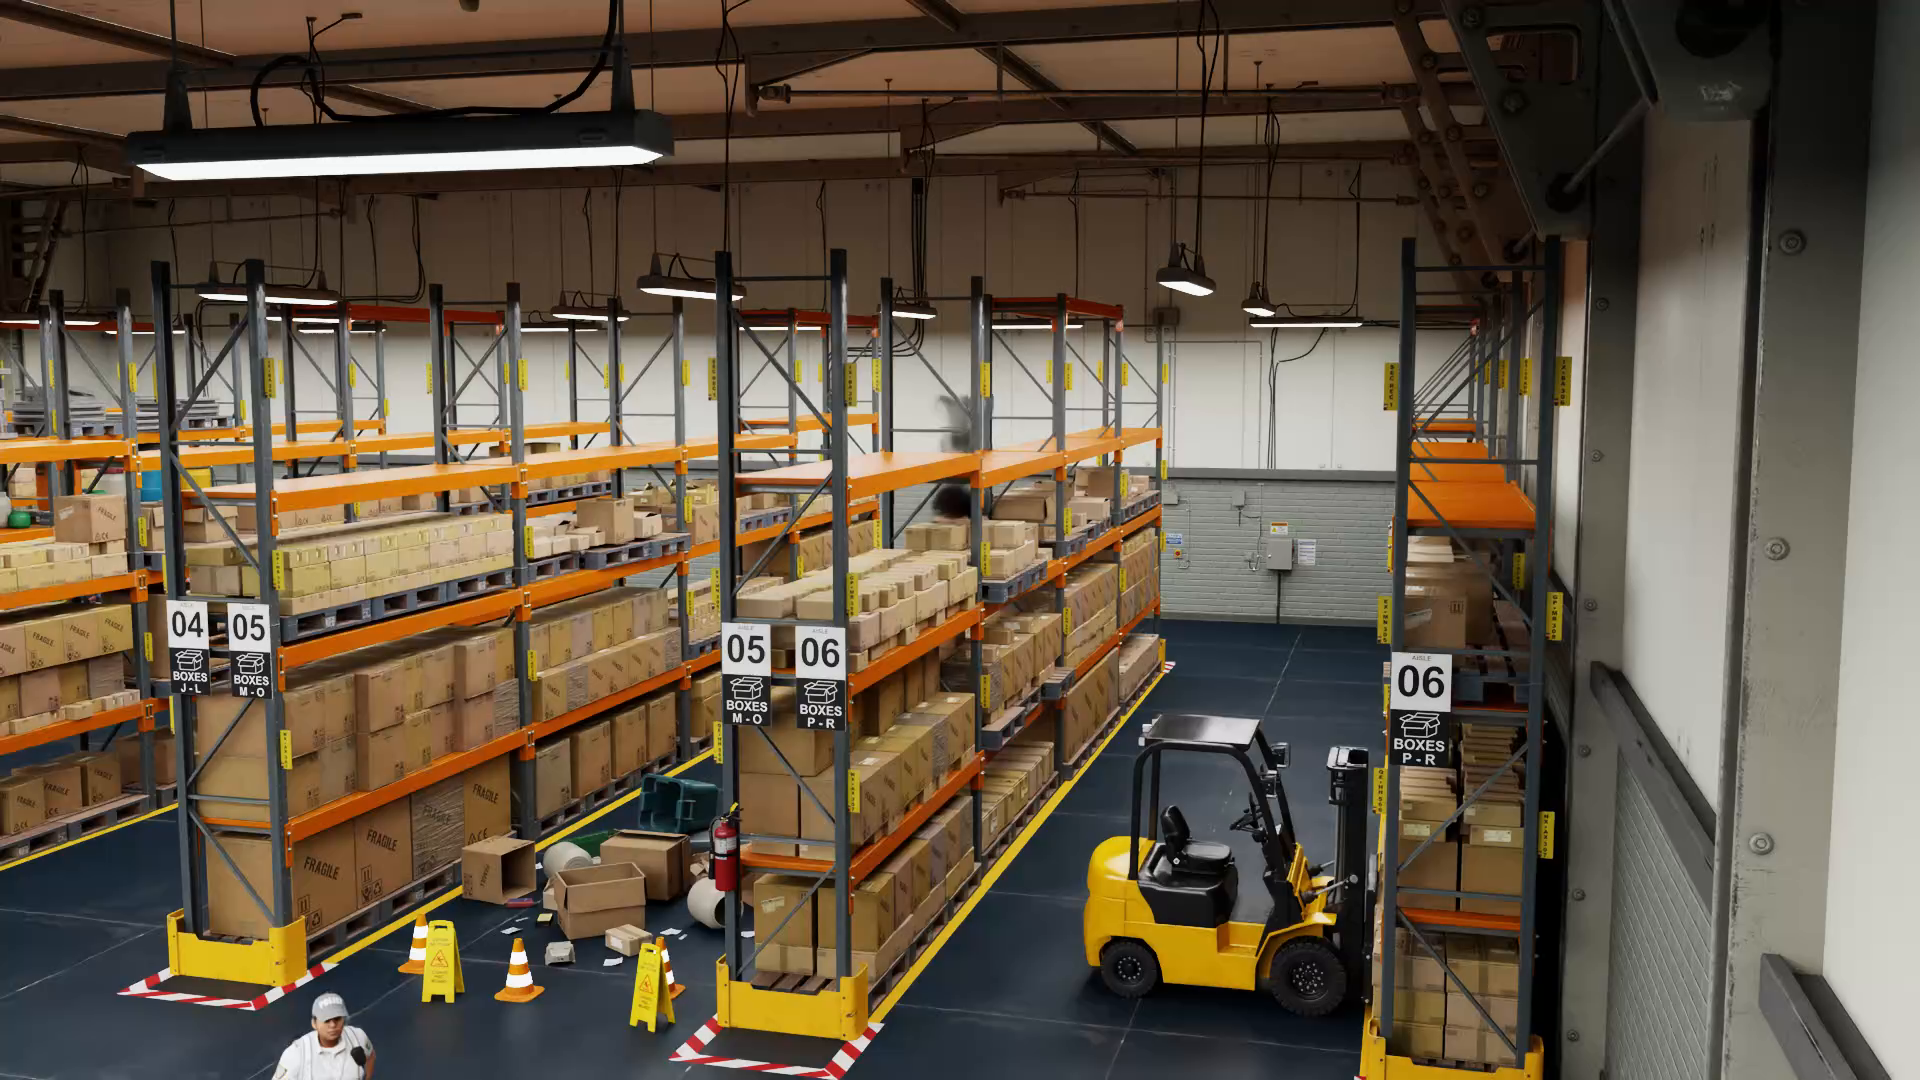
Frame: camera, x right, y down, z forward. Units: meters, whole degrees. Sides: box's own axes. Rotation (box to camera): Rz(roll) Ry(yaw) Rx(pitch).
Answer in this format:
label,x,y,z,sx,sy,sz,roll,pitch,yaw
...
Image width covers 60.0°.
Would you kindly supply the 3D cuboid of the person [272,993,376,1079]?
label,x,y,z,sx,sy,sz,roll,pitch,yaw
person,-3.564,3.363,9.350,0.581,1.715,0.826,-3,7,-24
